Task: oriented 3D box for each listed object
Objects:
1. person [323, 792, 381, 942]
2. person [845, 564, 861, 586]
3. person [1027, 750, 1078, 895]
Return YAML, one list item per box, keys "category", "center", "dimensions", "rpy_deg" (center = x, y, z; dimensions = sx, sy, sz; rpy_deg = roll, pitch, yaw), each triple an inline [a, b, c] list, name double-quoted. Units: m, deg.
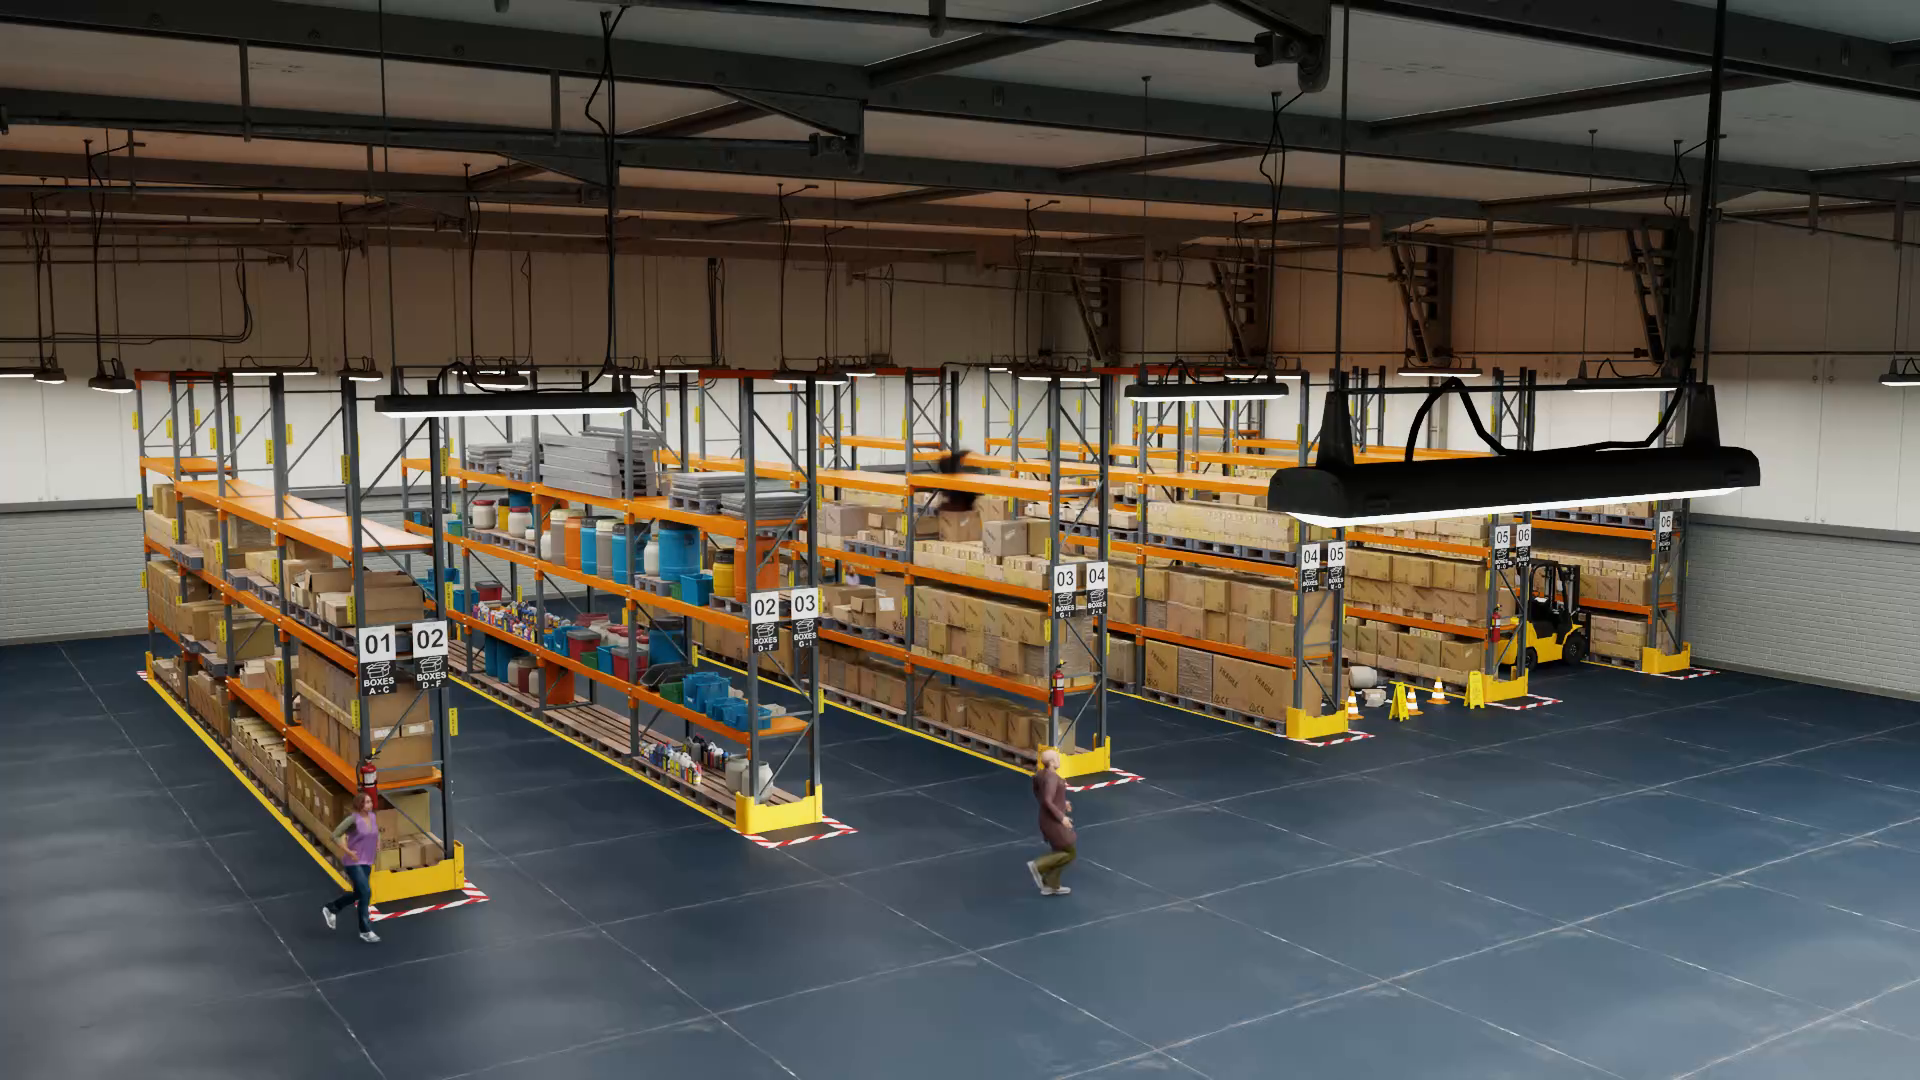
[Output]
- category: "person"
  center: [-6.565, 3.536, 18.123]
  dimensions: [0.789, 1.571, 0.577]
  rpy_deg: [3, 7, 23]
- category: "person"
  center: [-2.441, 1.362, 36.886]
  dimensions: [0.615, 1.683, 0.923]
  rpy_deg: [-4, 7, -30]
- category: "person"
  center: [1.058, 3.294, 19.380]
  dimensions: [0.637, 1.733, 0.710]
  rpy_deg: [-2, 7, -14]
